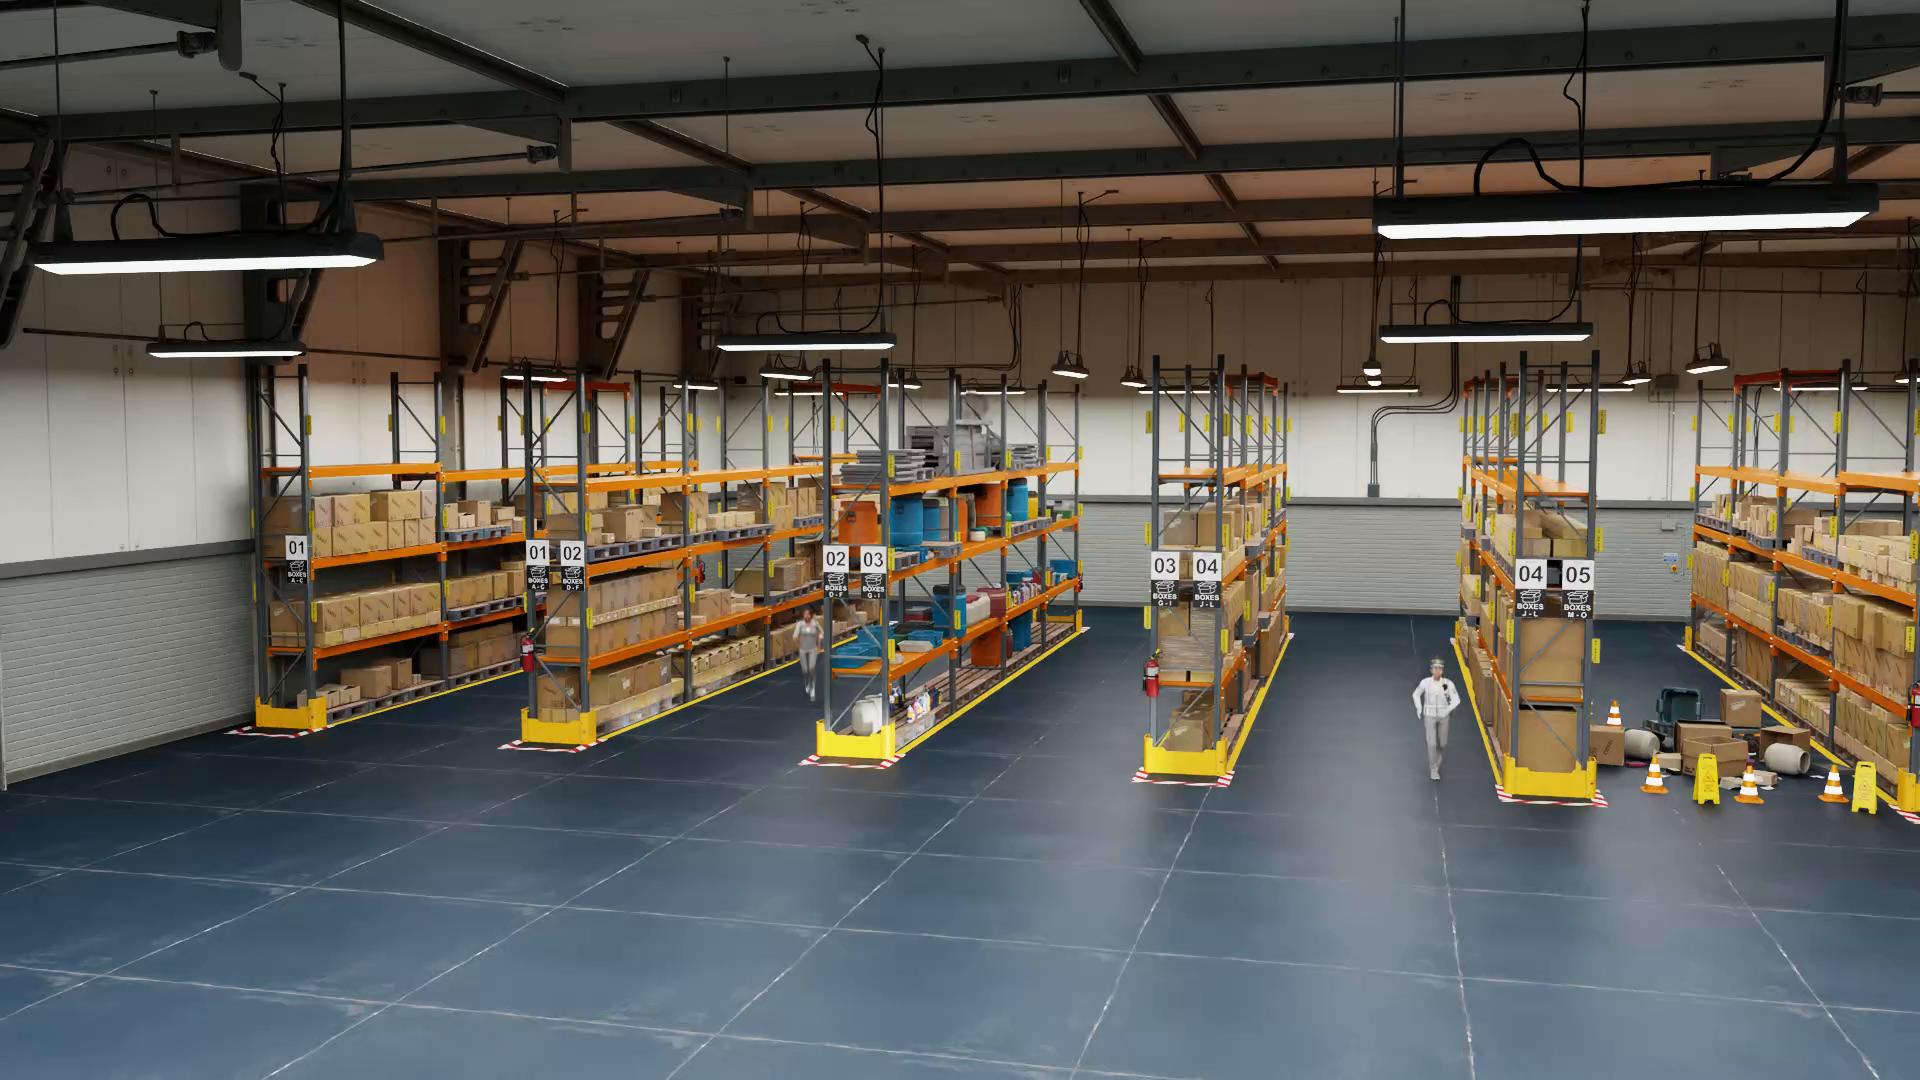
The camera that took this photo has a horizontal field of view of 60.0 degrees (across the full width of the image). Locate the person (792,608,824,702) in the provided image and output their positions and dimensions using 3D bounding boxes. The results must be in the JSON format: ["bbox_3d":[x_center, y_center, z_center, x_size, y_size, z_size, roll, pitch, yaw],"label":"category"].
[{"bbox_3d":[-2.704,2.018,29.506,0.524,1.641,0.704,0,4,2],"label":"person"}]

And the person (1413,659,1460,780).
[{"bbox_3d":[6.791,2.519,23.706,0.586,1.670,0.838,1,4,13],"label":"person"}]

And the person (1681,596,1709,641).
[{"bbox_3d":[16.961,1.539,38.225,0.822,1.670,0.731,4,5,42],"label":"person"}]
